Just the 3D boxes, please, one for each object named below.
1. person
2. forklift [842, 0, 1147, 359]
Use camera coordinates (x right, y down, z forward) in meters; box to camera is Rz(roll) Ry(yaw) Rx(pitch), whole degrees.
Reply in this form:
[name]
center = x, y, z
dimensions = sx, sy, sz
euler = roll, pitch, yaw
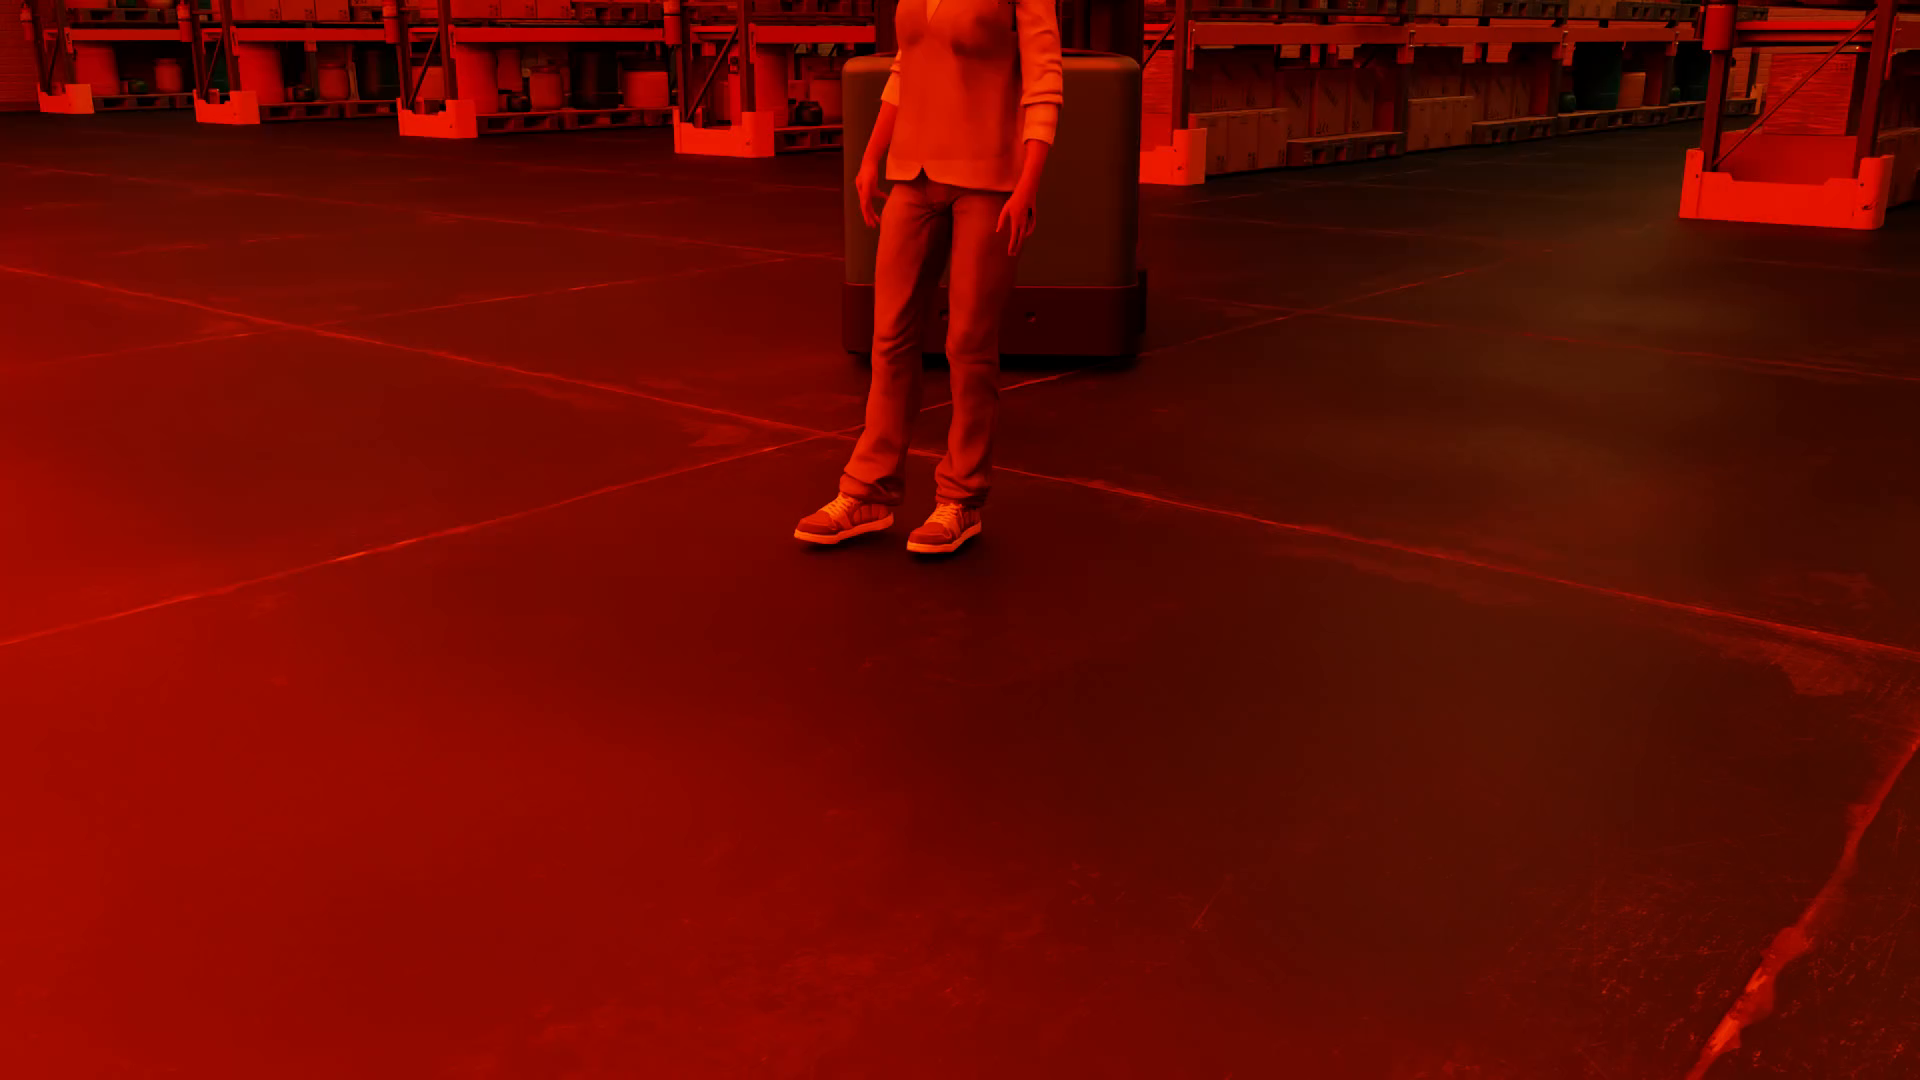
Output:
[person]
center = -0.058, -0.756, 3.661
dimensions = 0.521, 1.599, 0.473
euler = 13, 21, 37
[forklift]
center = 0.220, -2.423, 6.879
dimensions = 1.130, 2.935, 3.031
euler = 1, 17, 5
